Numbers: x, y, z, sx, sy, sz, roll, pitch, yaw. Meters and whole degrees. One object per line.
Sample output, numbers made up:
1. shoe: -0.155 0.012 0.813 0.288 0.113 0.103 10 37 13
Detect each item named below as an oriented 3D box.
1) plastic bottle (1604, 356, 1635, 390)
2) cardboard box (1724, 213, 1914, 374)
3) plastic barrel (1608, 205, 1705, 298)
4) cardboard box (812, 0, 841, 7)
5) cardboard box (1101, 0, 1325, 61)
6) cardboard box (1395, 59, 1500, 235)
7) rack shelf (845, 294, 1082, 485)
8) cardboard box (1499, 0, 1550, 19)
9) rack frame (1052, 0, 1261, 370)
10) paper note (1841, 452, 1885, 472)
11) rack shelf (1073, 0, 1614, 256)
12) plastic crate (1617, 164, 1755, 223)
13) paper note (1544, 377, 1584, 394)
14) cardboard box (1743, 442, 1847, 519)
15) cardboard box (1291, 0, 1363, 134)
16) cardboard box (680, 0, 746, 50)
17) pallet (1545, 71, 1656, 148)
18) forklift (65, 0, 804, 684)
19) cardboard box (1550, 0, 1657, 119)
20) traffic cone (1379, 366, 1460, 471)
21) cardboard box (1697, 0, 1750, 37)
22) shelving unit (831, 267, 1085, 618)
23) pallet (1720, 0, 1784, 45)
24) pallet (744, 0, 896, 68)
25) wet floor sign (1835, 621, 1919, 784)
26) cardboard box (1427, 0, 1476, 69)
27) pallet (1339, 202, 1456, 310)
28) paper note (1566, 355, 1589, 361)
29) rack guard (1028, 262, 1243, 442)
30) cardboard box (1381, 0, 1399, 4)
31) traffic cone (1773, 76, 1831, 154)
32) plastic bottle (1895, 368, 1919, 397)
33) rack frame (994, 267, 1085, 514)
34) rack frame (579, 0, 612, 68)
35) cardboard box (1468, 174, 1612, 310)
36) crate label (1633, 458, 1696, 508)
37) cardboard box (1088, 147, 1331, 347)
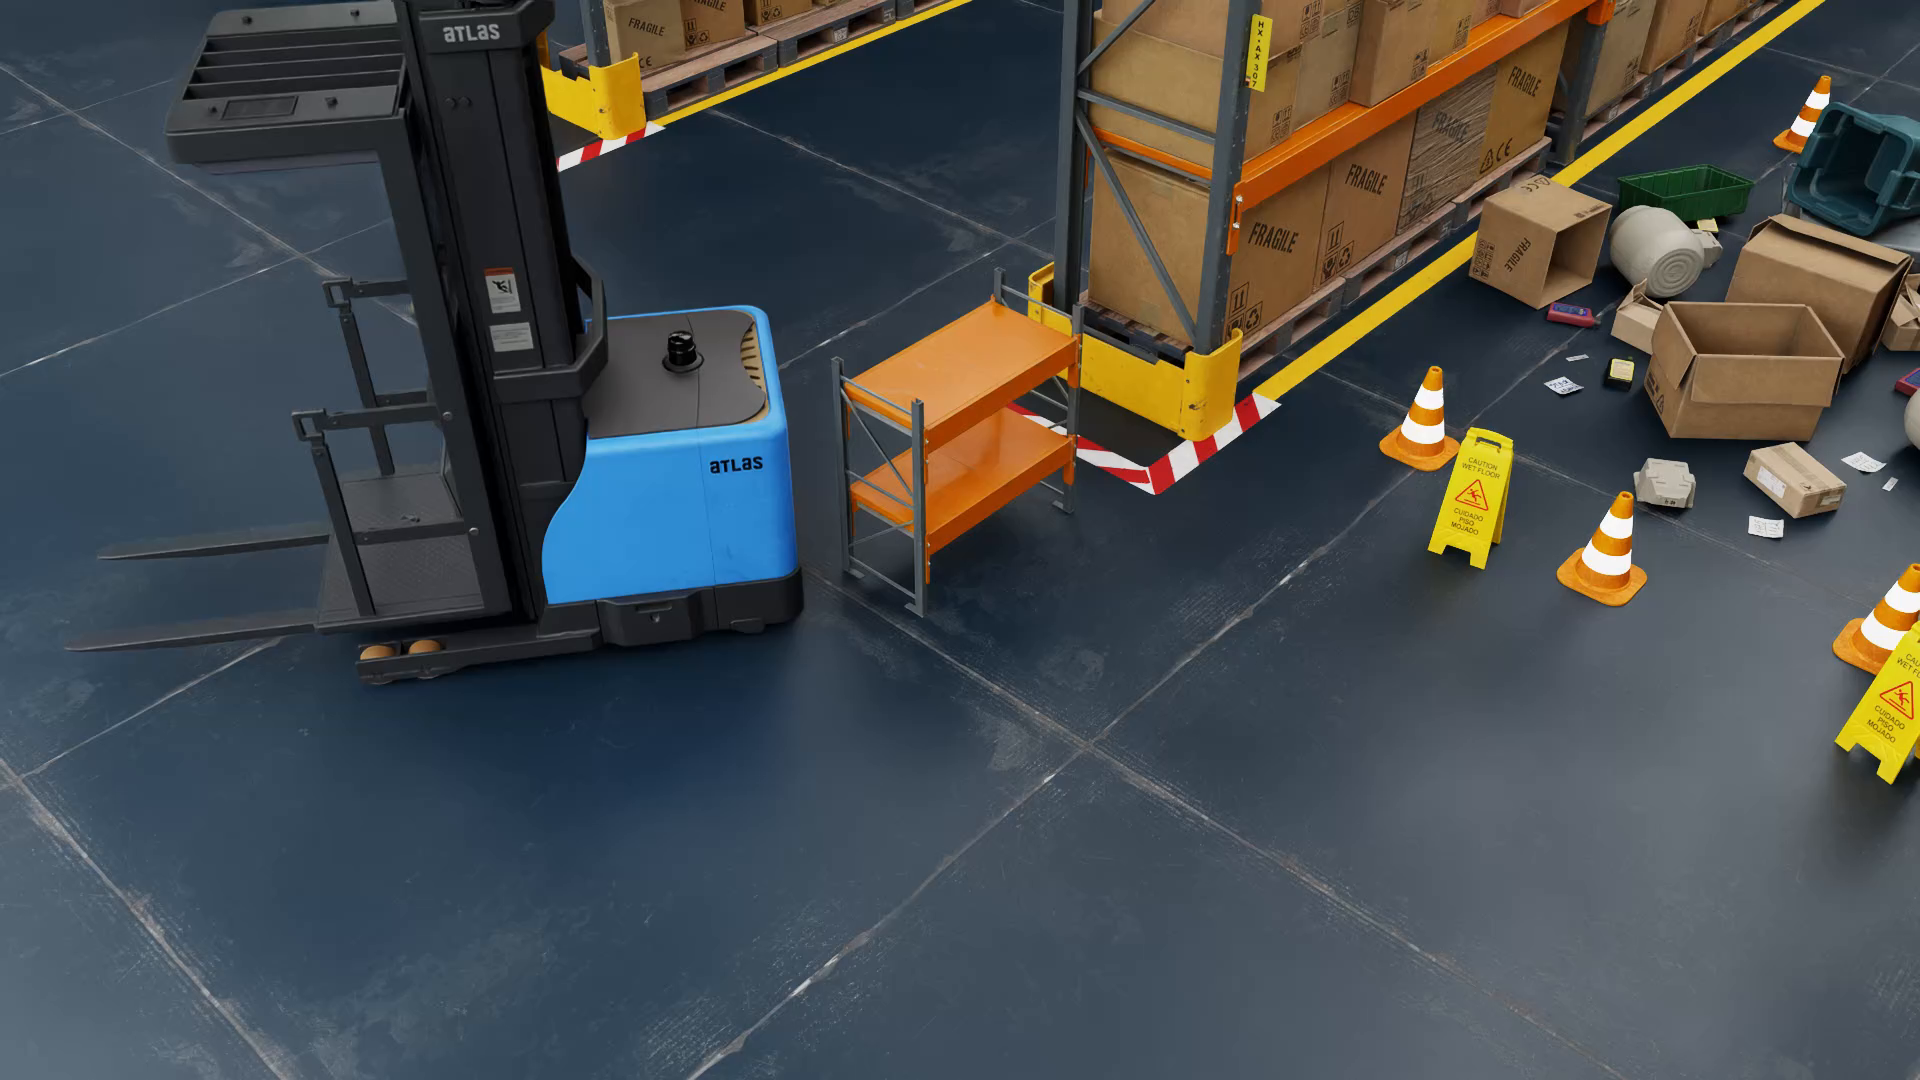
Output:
1. plastic bottle: 3.507 -0.899 8.831 0.133 0.061 0.283 14 41 17
2. cardboard box: 4.559 -1.335 8.915 0.797 0.637 0.503 30 47 32
3. plastic barrel: 3.961 -1.652 9.487 0.421 0.421 0.512 -5 39 -6
4. cardboard box: -1.040 -4.389 12.531 0.500 0.500 0.500 25 45 28
5. cardboard box: 1.175 -2.623 7.651 0.875 0.550 0.550 30 47 32
6. cardboard box: 2.513 -2.483 9.832 0.875 0.875 0.875 30 47 32
7. rack shelf: 0.005 -0.672 7.222 0.538 0.278 1.000 30 47 32
8. cardboard box: 3.000 -3.448 9.555 0.875 0.550 0.550 30 47 32
9. rack frame: 0.896 -1.988 7.840 1.000 3.000 0.127 30 47 32
10. paper note: 4.470 -0.387 8.221 0.142 0.019 0.148 -18 42 -21
11. rack shelf: 2.245 -2.625 9.219 1.077 0.370 4.000 30 47 32
12. plastic crate: 4.444 -2.117 10.216 0.662 0.188 0.450 -11 30 -14
13. paper note: 3.179 -0.813 8.750 0.142 0.017 0.144 -18 42 -21
14. cardboard box: 4.011 -0.290 7.995 0.250 0.149 0.380 -11 40 -14
15. cardboard box: 1.468 -2.498 8.361 0.875 0.550 0.550 30 47 32
16. cardboard box: -1.886 -3.872 11.880 0.500 0.500 0.500 -22 43 -25
17. pallet: 4.059 -3.120 11.504 1.003 0.211 1.213 30 47 32
18. forklift: -2.248 -0.898 6.524 3.031 2.935 1.130 -7 39 -8
19. cardboard box: 3.947 -3.432 11.127 1.050 0.750 0.750 29 47 32
20. traffic cone: 2.302 -0.643 8.186 0.336 0.463 0.334 30 47 32
21. cardboard box: 5.228 -4.302 12.220 1.050 0.750 0.750 30 48 32
22. shelving unit: 0.005 -0.443 7.404 0.538 1.125 1.048 30 47 32
23. pallet: 5.705 -4.241 12.914 1.003 0.211 1.213 30 47 32
24. pallet: -1.249 -3.977 12.581 1.003 0.211 1.213 30 47 32
25. wet floor sign: 3.700 0.604 6.472 0.232 0.644 0.267 -18 42 -21
26. cardboard box: 2.265 -2.963 8.946 0.875 0.550 0.500 30 47 32
27. pallet: 2.201 -1.854 9.913 1.003 0.211 1.213 30 47 32
28. paper note: 3.334 -0.983 8.979 0.123 0.001 0.032 -11 40 -14
29. rack guard: 0.880 -0.998 8.604 1.175 0.500 0.348 30 47 32
30. cardboard box: 1.956 -3.115 8.269 0.875 0.550 0.550 30 47 32
31. traffic cone: 5.614 -2.815 10.918 0.336 0.463 0.334 30 47 32
32. plastic bottle: 5.061 -0.838 8.755 0.283 0.061 0.133 -26 45 -29
33. rack frame: 0.348 -0.677 7.698 0.500 1.125 0.032 30 47 32
34. rack frame: -2.697 -4.117 10.517 1.000 3.000 0.127 30 47 32
35. cardboard box: 3.305 -1.704 9.489 0.500 0.500 0.500 -26 45 -29
36. crate label: 3.392 -0.272 7.982 0.250 0.136 0.298 8 39 10
37. cardboard box: 1.304 -1.660 8.797 0.875 0.875 0.875 30 47 32
